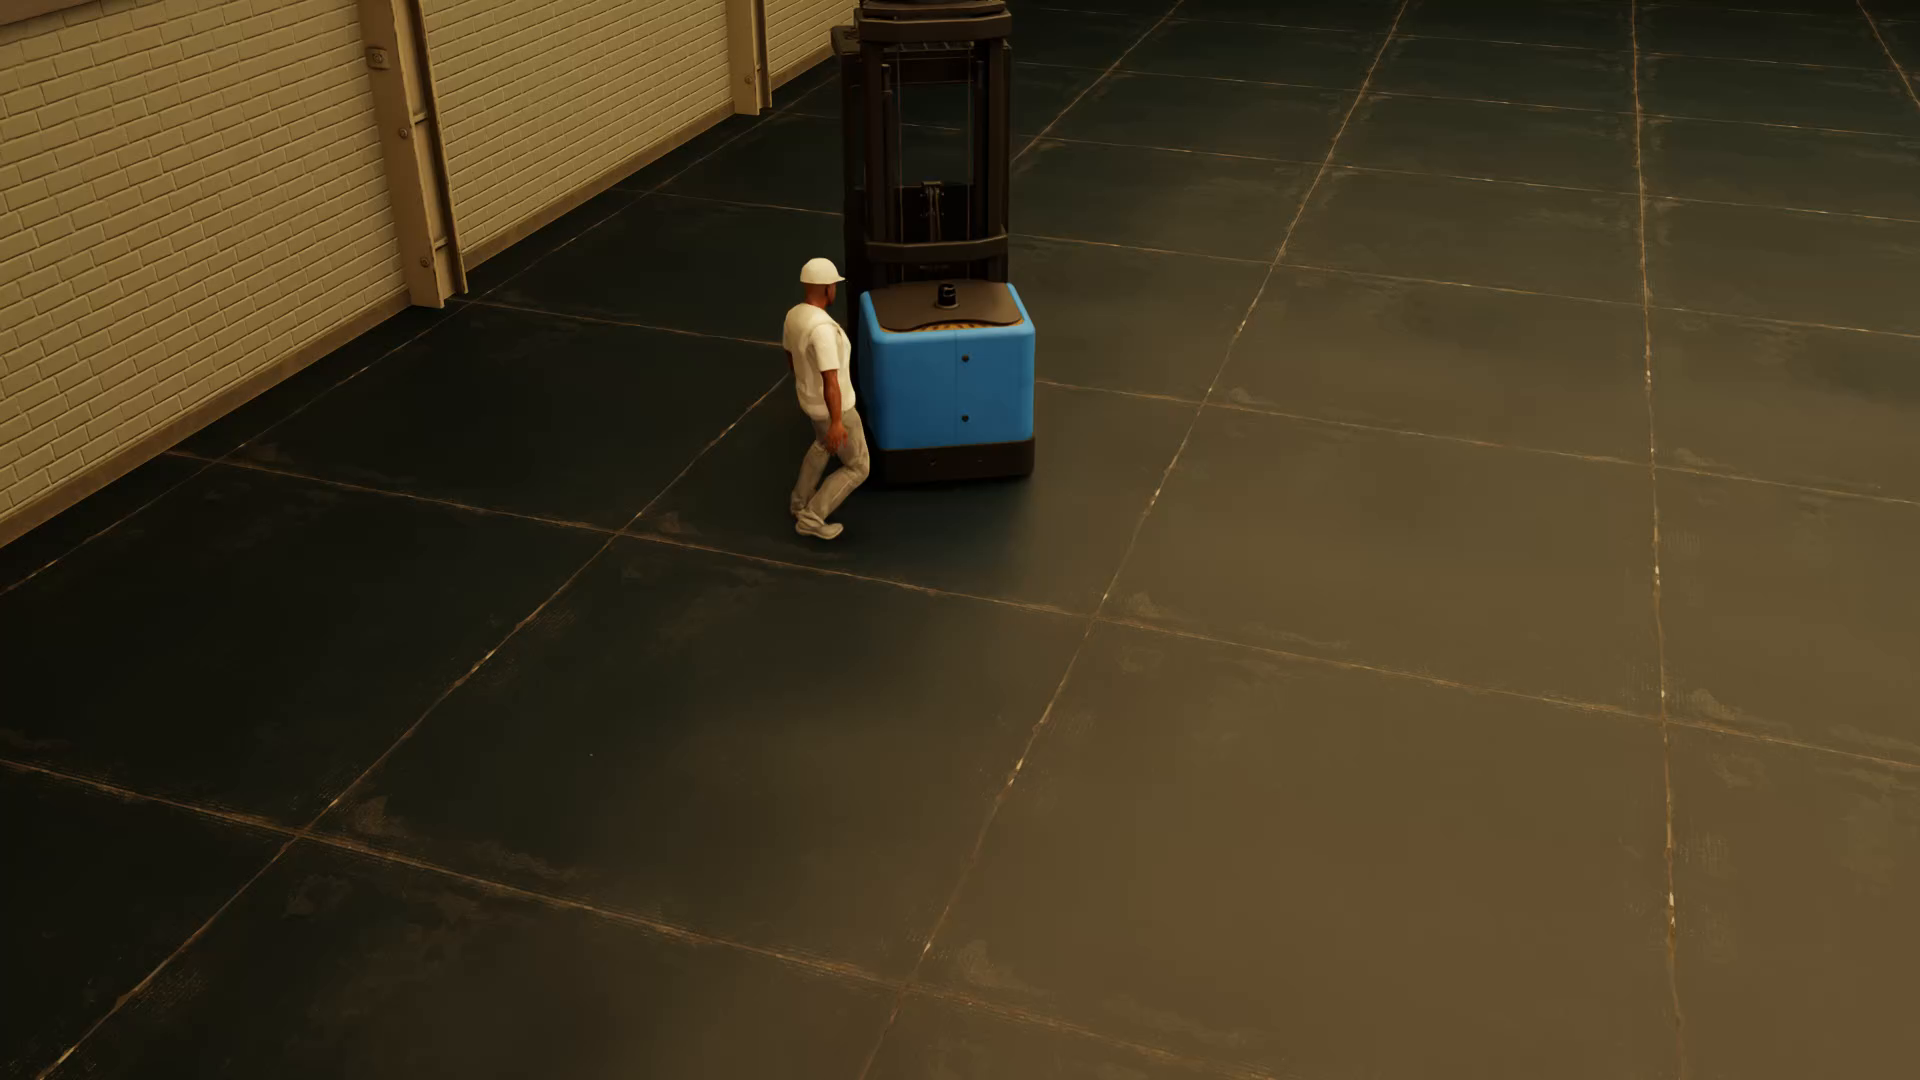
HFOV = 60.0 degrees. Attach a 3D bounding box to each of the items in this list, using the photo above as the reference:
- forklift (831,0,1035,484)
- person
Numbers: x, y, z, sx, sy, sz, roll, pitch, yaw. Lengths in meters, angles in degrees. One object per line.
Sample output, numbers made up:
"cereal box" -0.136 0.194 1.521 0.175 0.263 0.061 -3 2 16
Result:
"forklift" -0.257 -2.338 11.238 1.130 2.935 3.031 -4 30 -8
"person" -0.822 -0.816 9.834 0.492 1.683 0.934 -11 32 -19
